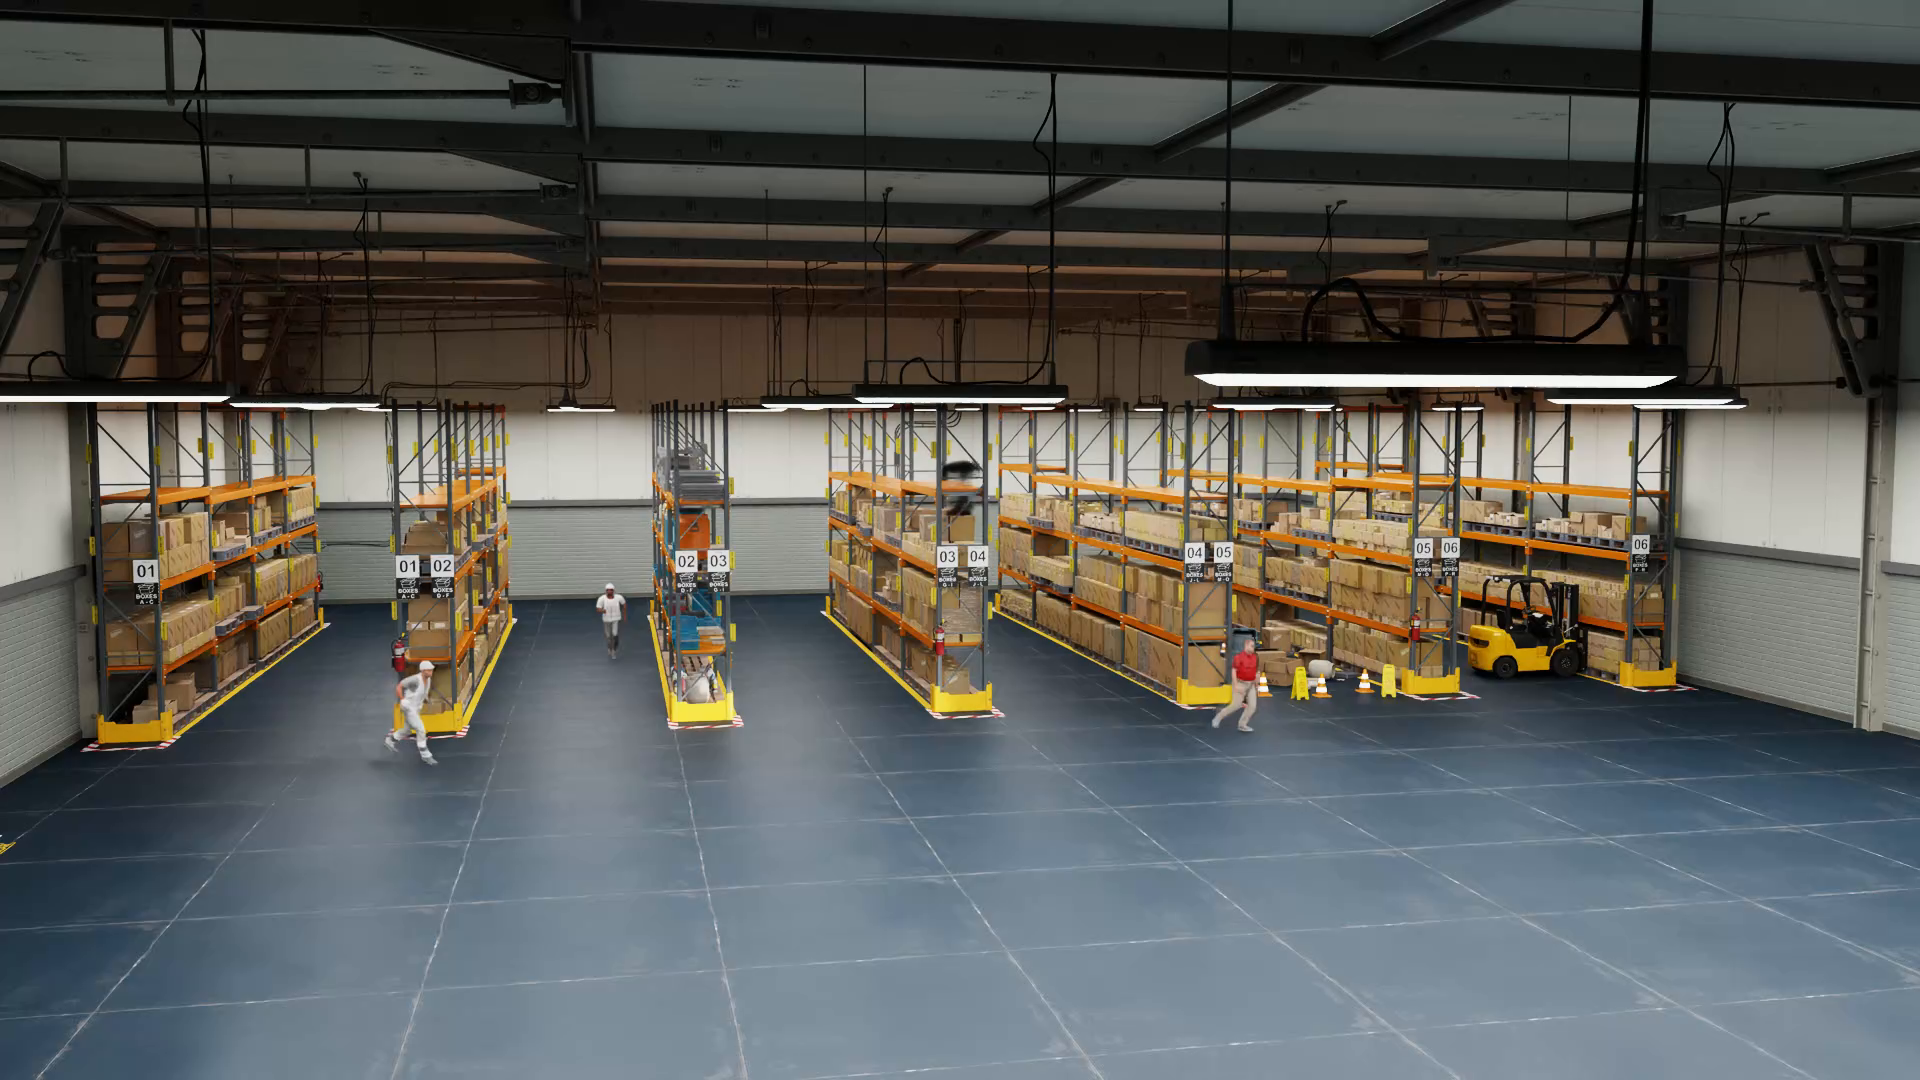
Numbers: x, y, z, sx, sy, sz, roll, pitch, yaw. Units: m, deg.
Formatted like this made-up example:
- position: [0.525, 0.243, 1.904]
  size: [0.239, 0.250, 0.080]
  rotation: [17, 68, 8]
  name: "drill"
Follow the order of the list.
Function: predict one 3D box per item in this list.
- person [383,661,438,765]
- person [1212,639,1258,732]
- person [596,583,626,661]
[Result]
- position: [-9.075, 2.828, 27.341]
  size: [1.050, 1.734, 0.688]
  rotation: [2, 5, 22]
  name: "person"
- position: [5.005, 2.616, 30.027]
  size: [0.823, 1.658, 0.594]
  rotation: [-3, 5, -33]
  name: "person"
- position: [-8.164, 1.915, 38.912]
  size: [0.659, 1.812, 0.831]
  rotation: [0, 4, -5]
  name: "person"
